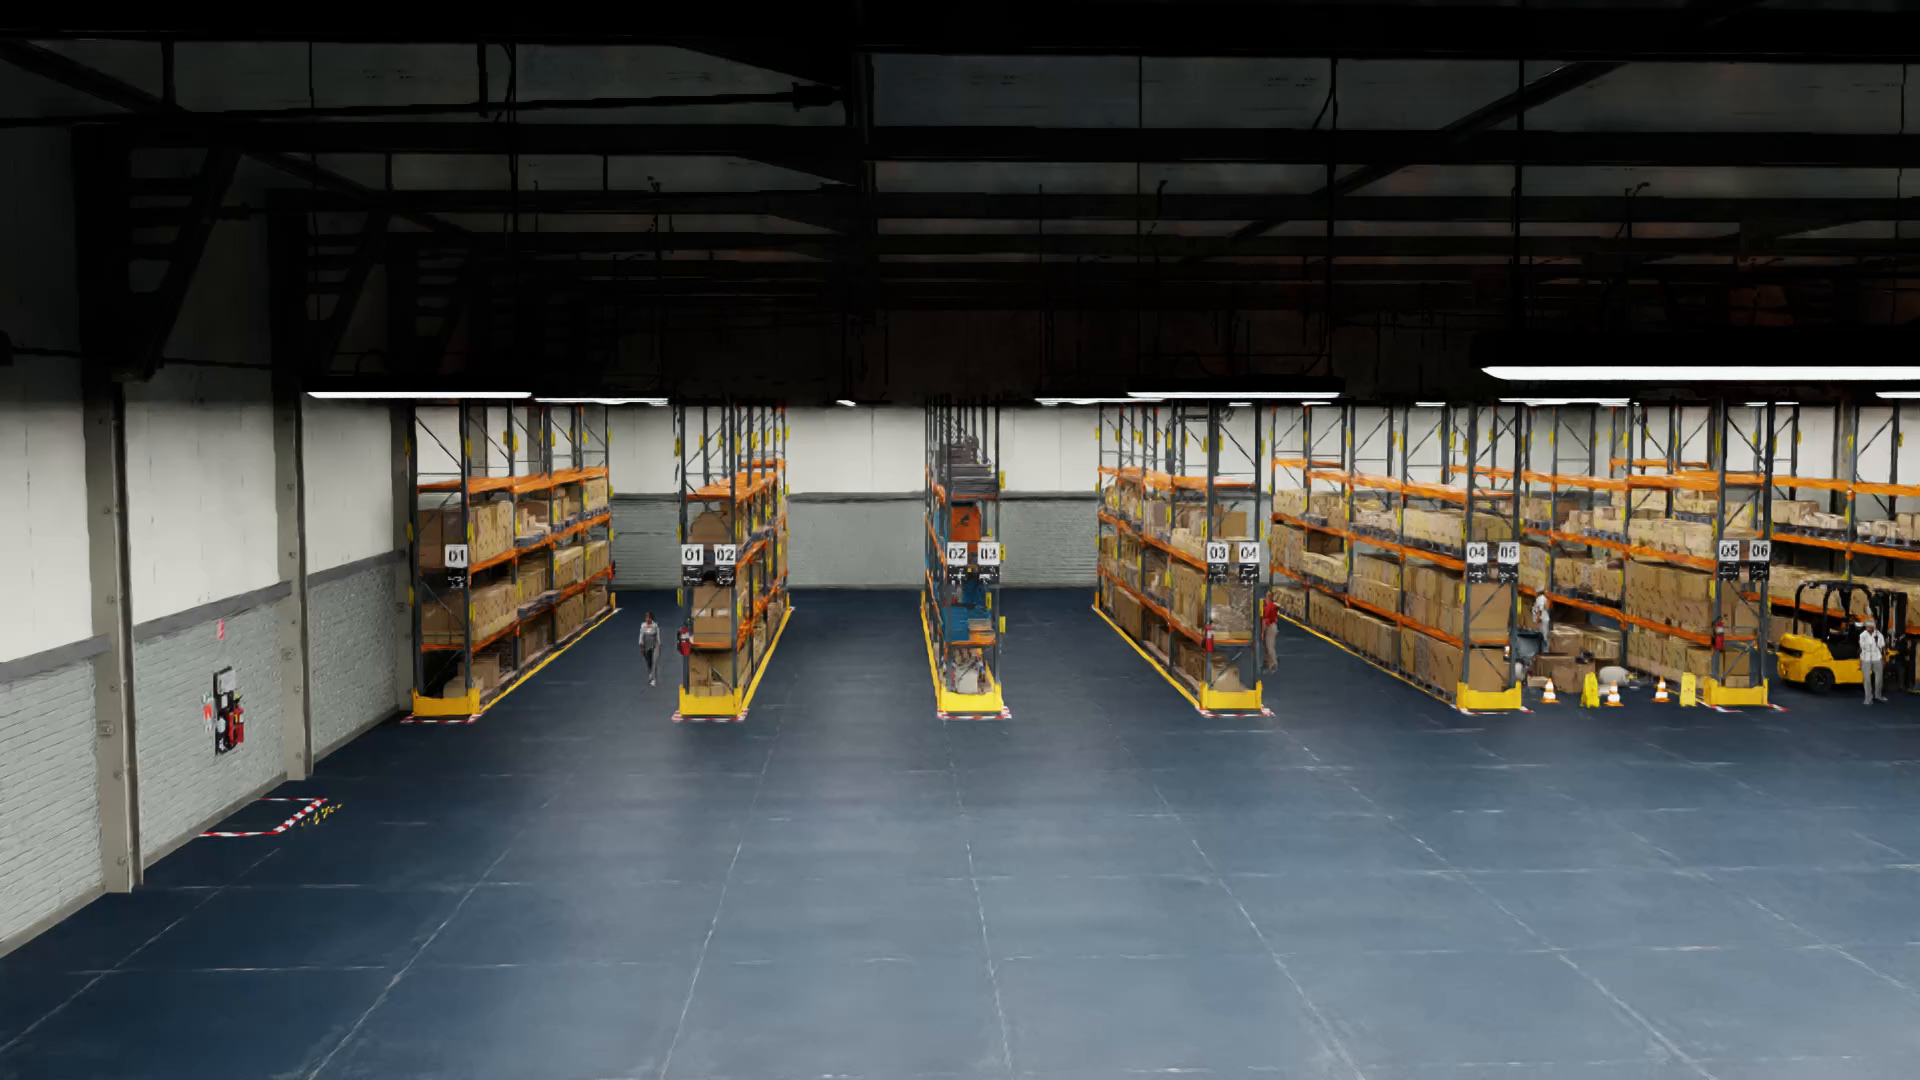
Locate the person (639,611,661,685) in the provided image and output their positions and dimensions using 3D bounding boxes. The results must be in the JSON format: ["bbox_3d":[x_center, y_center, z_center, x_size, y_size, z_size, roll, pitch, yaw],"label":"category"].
[{"bbox_3d":[-6.440,2.224,34.524,0.417,1.517,1.036,0,5,0],"label":"person"}]

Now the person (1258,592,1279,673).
[{"bbox_3d":[6.676,1.989,36.183,0.584,1.723,0.654,3,5,30],"label":"person"}]

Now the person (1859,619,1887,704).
[{"bbox_3d":[17.786,2.342,32.376,0.514,1.663,0.554,3,5,34],"label":"person"}]

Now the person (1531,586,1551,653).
[{"bbox_3d":[13.268,1.879,38.085,0.562,1.648,0.612,2,5,23],"label":"person"}]
